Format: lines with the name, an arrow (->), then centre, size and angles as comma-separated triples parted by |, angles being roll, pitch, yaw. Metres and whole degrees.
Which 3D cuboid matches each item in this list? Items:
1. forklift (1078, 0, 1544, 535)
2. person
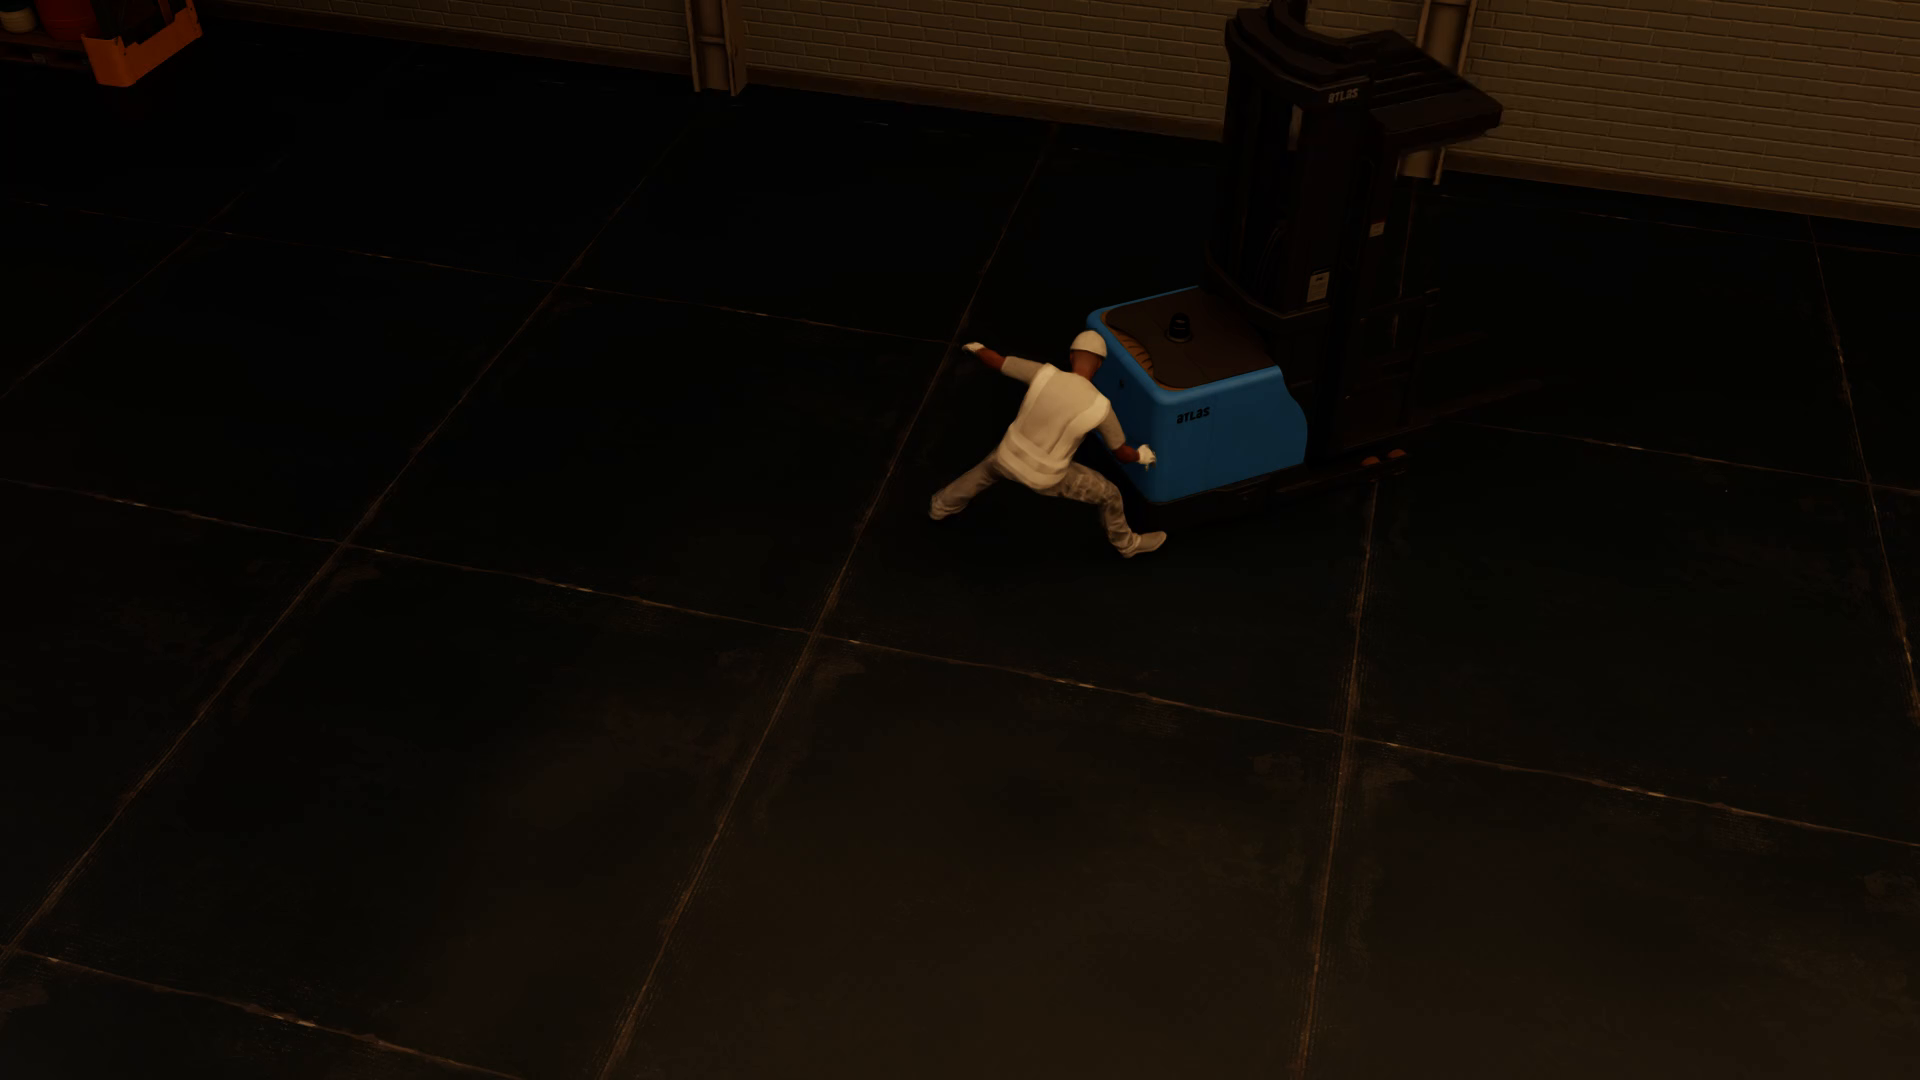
forklift -> 2.313, -1.768, 9.878 | 3.031, 2.935, 1.130 | -16, 44, -17
person -> 0.529, -0.564, 9.641 | 1.307, 1.467, 0.775 | 29, 49, 29
